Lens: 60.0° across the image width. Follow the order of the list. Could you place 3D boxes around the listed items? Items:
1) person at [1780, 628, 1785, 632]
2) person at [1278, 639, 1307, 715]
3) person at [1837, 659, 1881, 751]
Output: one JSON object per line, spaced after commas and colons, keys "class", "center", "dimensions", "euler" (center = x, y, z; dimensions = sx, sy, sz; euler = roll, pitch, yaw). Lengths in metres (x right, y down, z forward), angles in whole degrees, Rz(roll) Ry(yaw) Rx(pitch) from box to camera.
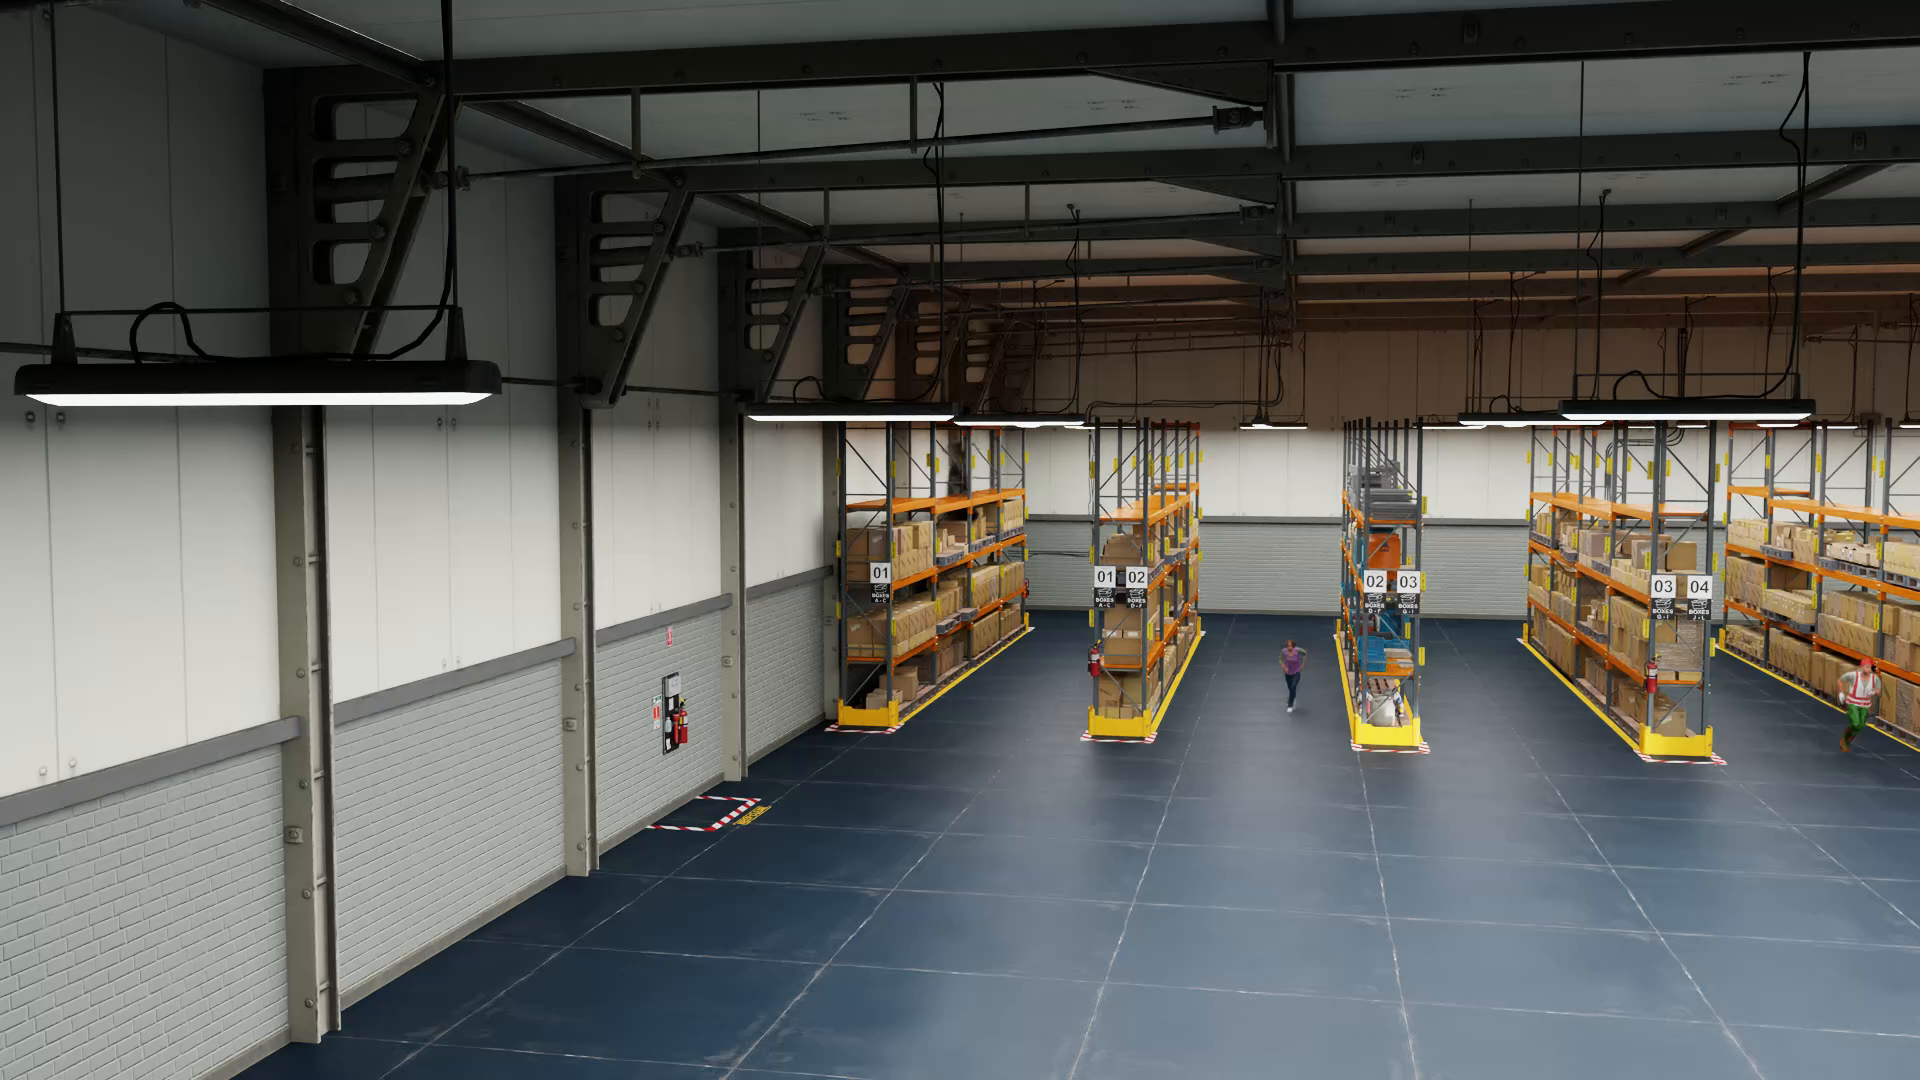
{"class": "person", "center": [22.107, 2.026, 44.241], "dimensions": [0.678, 1.709, 0.784], "euler": [-2, 4, -32]}
{"class": "person", "center": [6.817, 2.769, 34.106], "dimensions": [0.578, 1.546, 0.886], "euler": [1, 4, 14]}
{"class": "person", "center": [15.985, 2.939, 29.535], "dimensions": [0.628, 1.700, 0.680], "euler": [0, 4, 2]}
